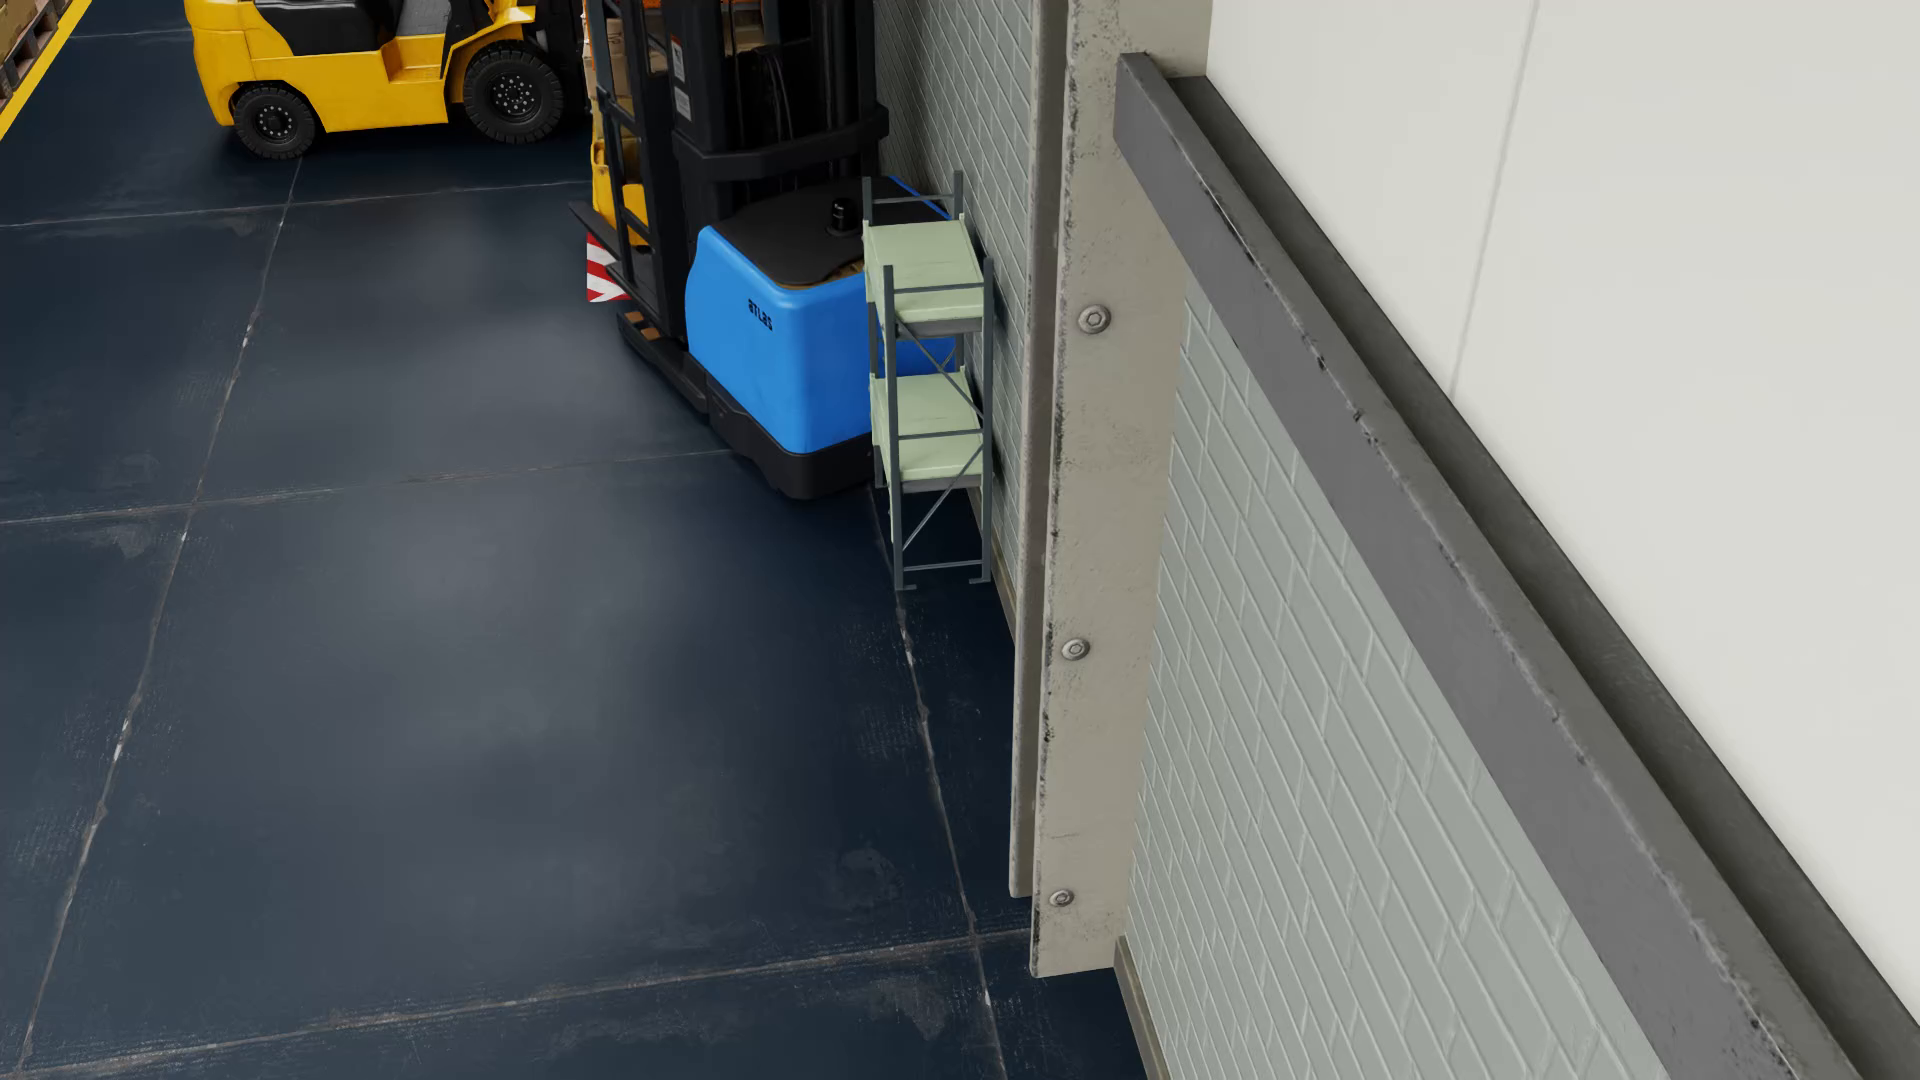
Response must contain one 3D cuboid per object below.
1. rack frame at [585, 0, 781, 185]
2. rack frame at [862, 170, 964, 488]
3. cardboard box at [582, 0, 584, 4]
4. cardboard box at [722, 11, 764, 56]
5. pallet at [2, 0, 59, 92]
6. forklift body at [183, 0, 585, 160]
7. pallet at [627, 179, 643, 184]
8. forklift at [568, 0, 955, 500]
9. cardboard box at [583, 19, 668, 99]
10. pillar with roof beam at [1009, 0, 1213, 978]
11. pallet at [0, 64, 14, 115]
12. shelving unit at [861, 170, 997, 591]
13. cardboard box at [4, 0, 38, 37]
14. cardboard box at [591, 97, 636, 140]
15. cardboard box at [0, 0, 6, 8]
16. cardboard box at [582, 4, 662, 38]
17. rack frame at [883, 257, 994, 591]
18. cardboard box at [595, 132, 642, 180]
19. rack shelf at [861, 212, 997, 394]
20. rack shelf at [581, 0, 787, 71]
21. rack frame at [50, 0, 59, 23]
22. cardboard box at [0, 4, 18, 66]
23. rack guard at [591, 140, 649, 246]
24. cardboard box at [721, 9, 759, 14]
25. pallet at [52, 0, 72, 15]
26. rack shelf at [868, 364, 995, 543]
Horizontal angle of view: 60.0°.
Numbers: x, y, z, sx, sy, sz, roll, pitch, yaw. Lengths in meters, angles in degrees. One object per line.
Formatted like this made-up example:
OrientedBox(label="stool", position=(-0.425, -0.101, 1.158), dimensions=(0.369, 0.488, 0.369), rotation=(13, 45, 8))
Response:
OrientedBox(label="rack frame", position=(-1.464, -3.001, 8.667), dimensions=(1.000, 3.000, 0.127), rotation=(-6, 38, -8))
OrientedBox(label="rack frame", position=(-0.184, -0.850, 7.021), dimensions=(0.400, 1.500, 0.023), rotation=(-6, 38, -7))
OrientedBox(label="cardboard box", position=(-2.045, -3.332, 10.177), dimensions=(0.500, 0.250, 0.500), rotation=(-6, 38, -7))
OrientedBox(label="cardboard box", position=(-1.362, -2.786, 9.475), dimensions=(0.500, 0.250, 0.500), rotation=(-7, 38, -9))
OrientedBox(label="pallet", position=(-6.899, -3.377, 11.425), dimensions=(1.003, 0.211, 1.213), rotation=(-6, 38, -8))
OrientedBox(label="forklift body", position=(-3.593, -3.615, 10.150), dimensions=(2.313, 2.155, 1.214), rotation=(-6, 38, -8))
OrientedBox(label="pallet", position=(-1.639, -2.357, 10.112), dimensions=(1.003, 0.211, 1.213), rotation=(-6, 38, -8))
OrientedBox(label="forklift", position=(-1.100, -2.208, 7.703), dimensions=(1.130, 2.935, 3.031), rotation=(-22, 43, -25))
OrientedBox(label="cardboard box", position=(-1.852, -2.720, 9.390), dimensions=(0.500, 0.250, 0.500), rotation=(-5, 38, -6))
OrientedBox(label="pillar with roof beam", position=(-3.885, -1.800, 2.232), dimensions=(9.100, 9.000, 0.400), rotation=(-6, 38, -8))
OrientedBox(label="pallet", position=(-6.682, -2.639, 10.475), dimensions=(1.003, 0.211, 1.213), rotation=(-6, 38, -8))
OrientedBox(label="shelving unit", position=(-0.129, -0.628, 6.735), dimensions=(0.431, 1.500, 0.755), rotation=(-6, 38, -7))
OrientedBox(label="cardboard box", position=(-6.683, -3.632, 11.379), dimensions=(0.500, 0.250, 0.500), rotation=(-5, 38, -6))
OrientedBox(label="cardboard box", position=(-1.857, -2.538, 9.564), dimensions=(0.500, 0.250, 0.500), rotation=(-7, 38, -9))
OrientedBox(label="cardboard box", position=(-6.593, -3.621, 10.754), dimensions=(0.500, 0.500, 0.500), rotation=(-6, 38, -7))
OrientedBox(label="cardboard box", position=(-1.947, -3.028, 9.786), dimensions=(0.500, 0.250, 0.500), rotation=(-6, 38, -7))
OrientedBox(label="rack frame", position=(-0.074, -0.406, 6.449), dimensions=(0.400, 1.500, 0.023), rotation=(-6, 38, -7))
OrientedBox(label="cardboard box", position=(-1.857, -2.330, 9.704), dimensions=(0.500, 0.250, 0.500), rotation=(-6, 38, -8))
OrientedBox(label="rack shelf", position=(-0.130, -0.936, 6.496), dimensions=(0.431, 0.370, 0.720), rotation=(-6, 38, -7))
OrientedBox(label="rack shelf", position=(-1.815, -3.925, 10.443), dimensions=(1.077, 0.370, 4.000), rotation=(-6, 38, -8))
OrientedBox(label="rack frame", position=(-7.051, -4.881, 11.087), dimensions=(1.000, 3.000, 0.127), rotation=(-6, 38, -8))
OrientedBox(label="cardboard box", position=(-6.580, -3.312, 10.967), dimensions=(0.500, 0.250, 0.500), rotation=(-7, 38, -9))
OrientedBox(label="rack guard", position=(-1.460, -1.999, 9.416), dimensions=(1.175, 0.500, 0.348), rotation=(-6, 38, -8))
OrientedBox(label="cardboard box", position=(-1.453, -3.088, 9.863), dimensions=(0.500, 0.250, 0.500), rotation=(-6, 38, -8))
OrientedBox(label="pallet", position=(-7.189, -4.249, 12.548), dimensions=(1.003, 0.211, 1.213), rotation=(-6, 38, -8))
OrientedBox(label="rack shelf", position=(-0.128, -0.370, 6.935), dimensions=(0.431, 0.370, 0.720), rotation=(-6, 38, -7))
